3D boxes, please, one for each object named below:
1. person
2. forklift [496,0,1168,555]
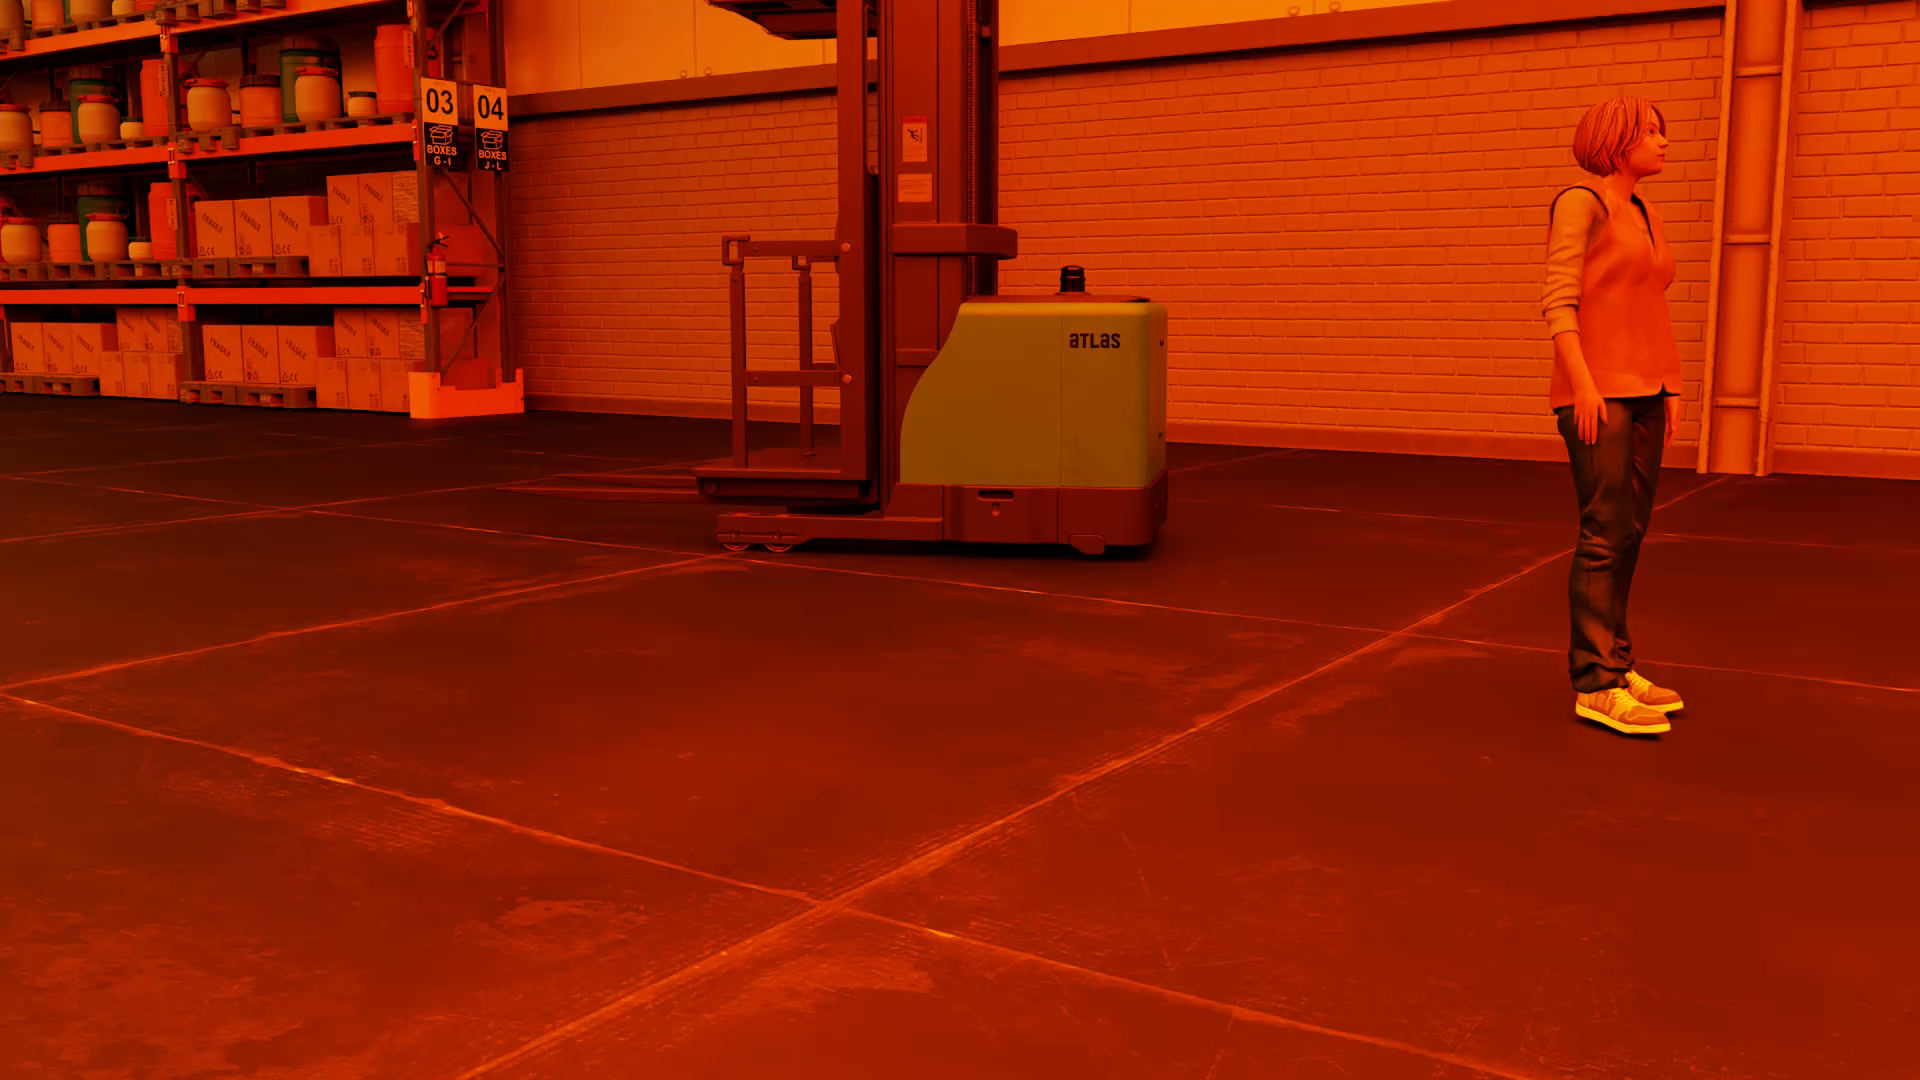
[{"bbox_3d":[1.755,-0.342,4.292,0.517,1.599,0.472,-7,11,-40],"label":"person"},{"bbox_3d":[-0.596,-1.469,7.520,3.031,2.935,1.130,2,8,12],"label":"forklift"}]
